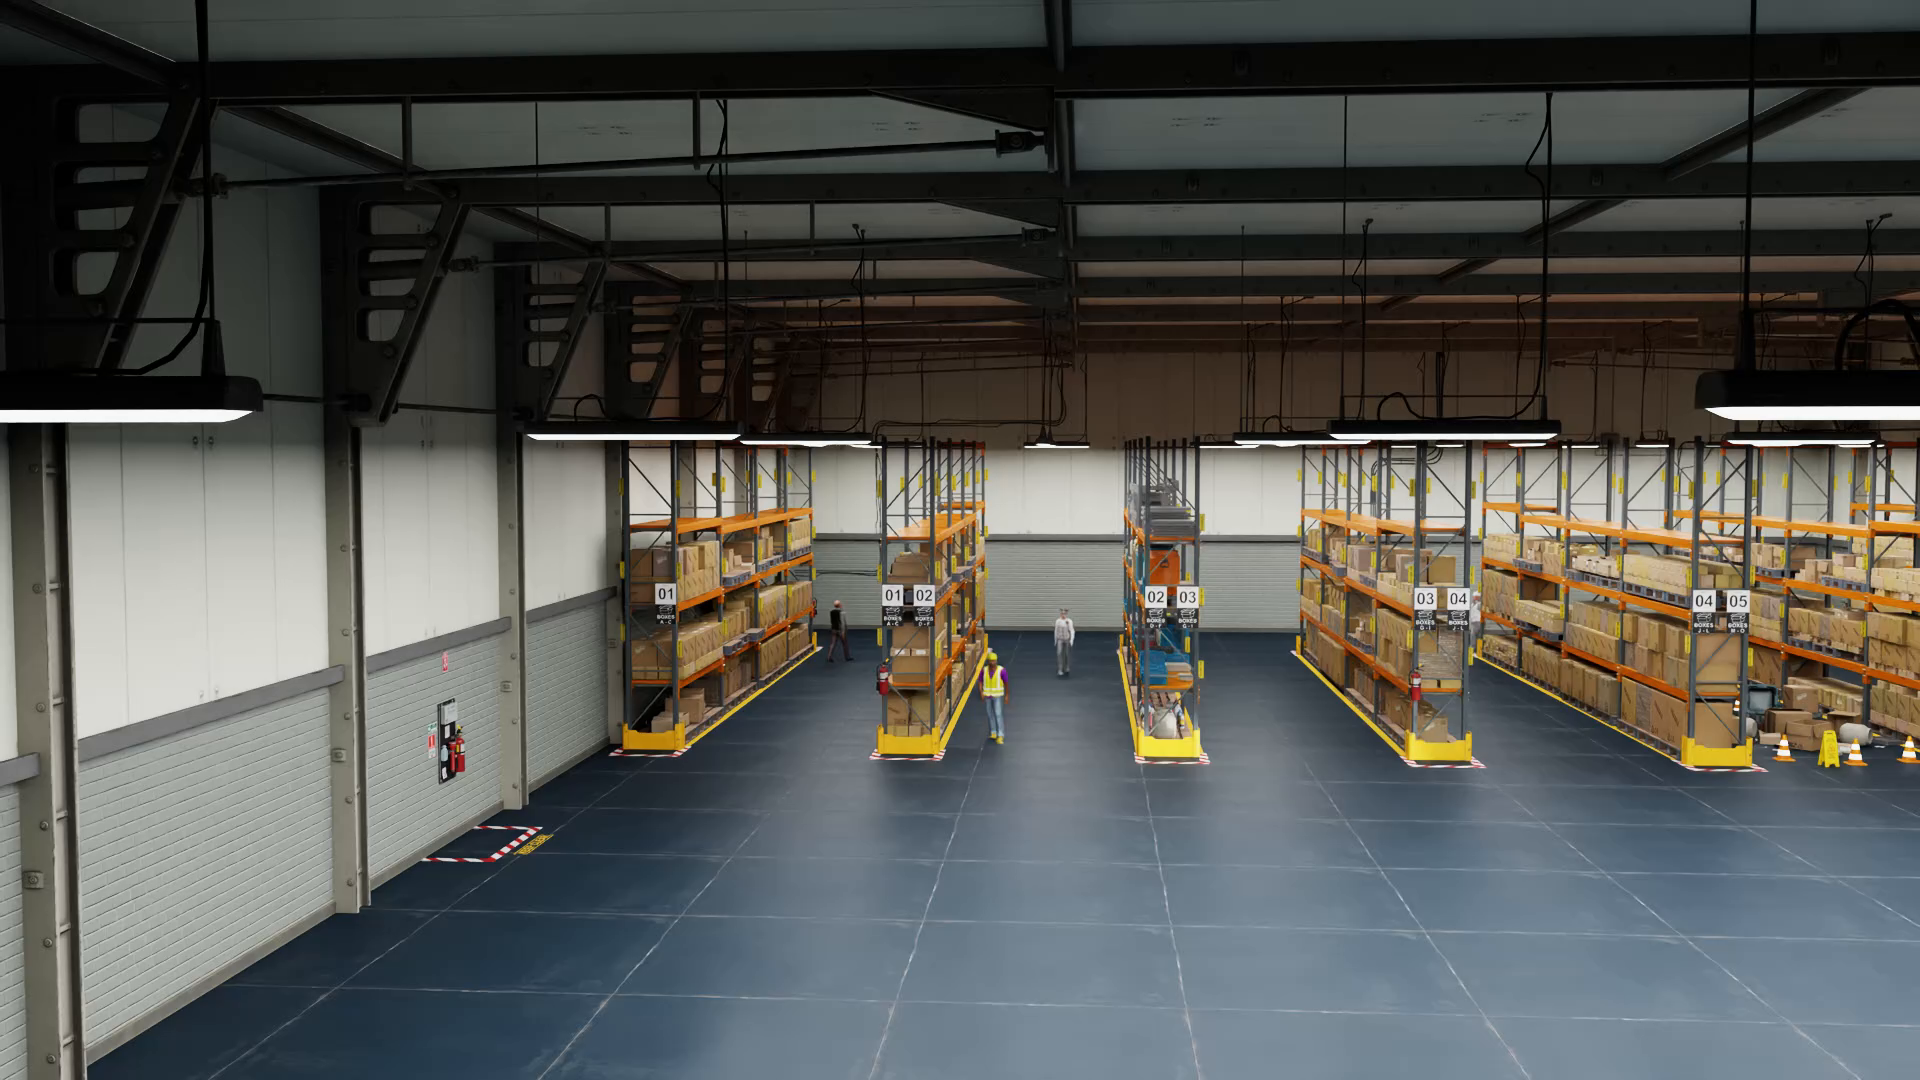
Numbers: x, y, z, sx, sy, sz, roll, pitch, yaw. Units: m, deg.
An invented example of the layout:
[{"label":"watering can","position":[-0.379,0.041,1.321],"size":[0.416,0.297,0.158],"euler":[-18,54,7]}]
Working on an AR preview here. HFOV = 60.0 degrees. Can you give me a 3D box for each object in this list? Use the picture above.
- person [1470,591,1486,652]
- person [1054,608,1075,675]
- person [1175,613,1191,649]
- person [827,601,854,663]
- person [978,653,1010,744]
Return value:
[{"label":"person","position":[14.795,2.311,47.386],"size":[0.896,1.748,0.549],"euler":[0,3,-2]},{"label":"person","position":[2.683,2.604,42.864],"size":[0.543,1.686,0.630],"euler":[1,3,15]},{"label":"person","position":[6.292,2.346,47.881],"size":[0.487,1.603,0.874],"euler":[-2,4,-37]},{"label":"person","position":[-3.270,2.468,44.889],"size":[0.522,1.674,1.018],"euler":[1,3,25]},{"label":"person","position":[0.655,3.090,32.784],"size":[0.643,1.730,0.853],"euler":[1,3,21]}]
